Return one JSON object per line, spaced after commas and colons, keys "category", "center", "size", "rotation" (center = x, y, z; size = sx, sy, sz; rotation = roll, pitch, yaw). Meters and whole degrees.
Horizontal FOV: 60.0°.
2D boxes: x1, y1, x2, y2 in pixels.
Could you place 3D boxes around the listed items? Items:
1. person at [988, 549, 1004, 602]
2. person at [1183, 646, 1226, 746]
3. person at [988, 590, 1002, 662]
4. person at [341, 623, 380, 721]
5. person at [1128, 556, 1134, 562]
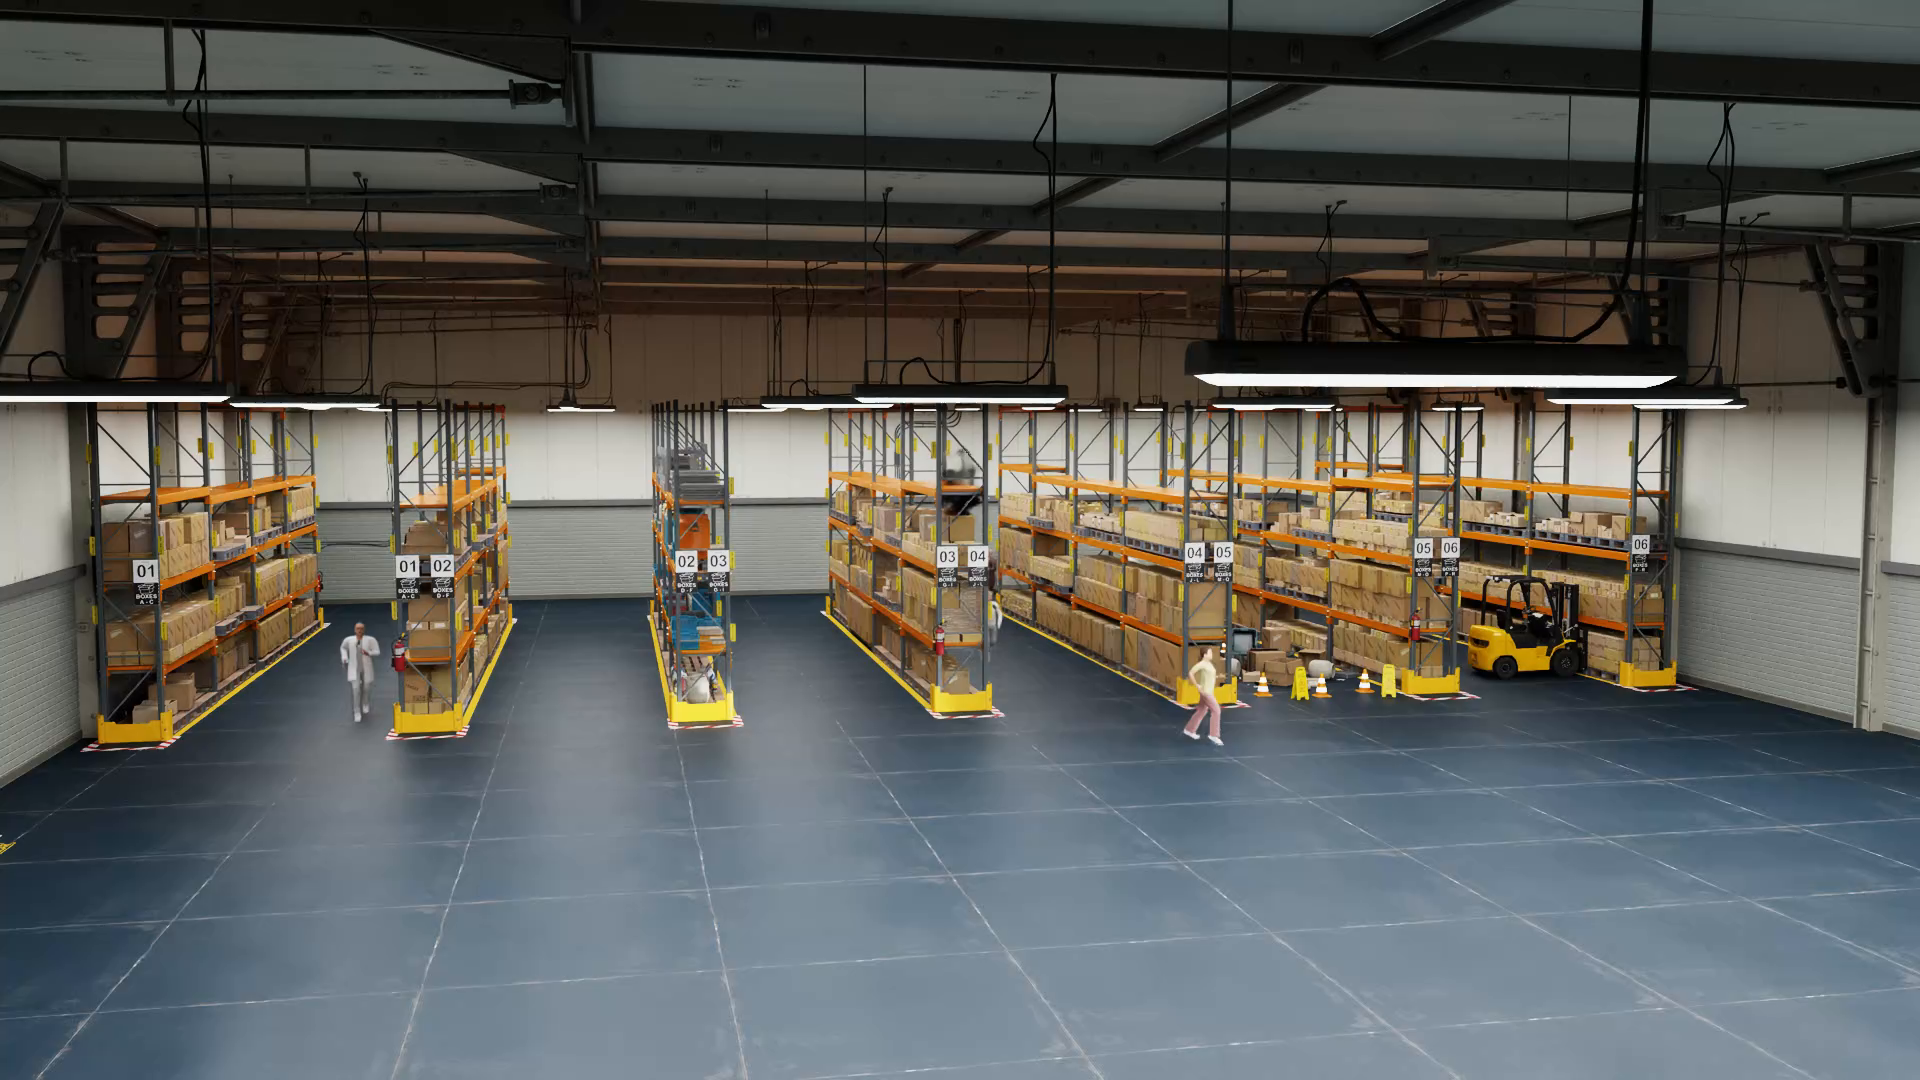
{"category": "person", "center": [0.967, 1.140, 49.879], "size": [0.867, 1.769, 0.800], "rotation": [-1, 4, -16]}
{"category": "person", "center": [4.253, 2.704, 28.952], "size": [0.756, 1.721, 0.549], "rotation": [1, 5, 19]}
{"category": "person", "center": [0.653, 1.985, 38.740], "size": [0.602, 1.655, 0.574], "rotation": [-1, 4, -14]}
{"category": "person", "center": [-11.280, 2.447, 31.297], "size": [0.695, 1.779, 1.045], "rotation": [-2, 5, -20]}
{"category": "person", "center": [5.107, 1.067, 50.862], "size": [0.551, 1.661, 0.633], "rotation": [-1, 4, -12]}
